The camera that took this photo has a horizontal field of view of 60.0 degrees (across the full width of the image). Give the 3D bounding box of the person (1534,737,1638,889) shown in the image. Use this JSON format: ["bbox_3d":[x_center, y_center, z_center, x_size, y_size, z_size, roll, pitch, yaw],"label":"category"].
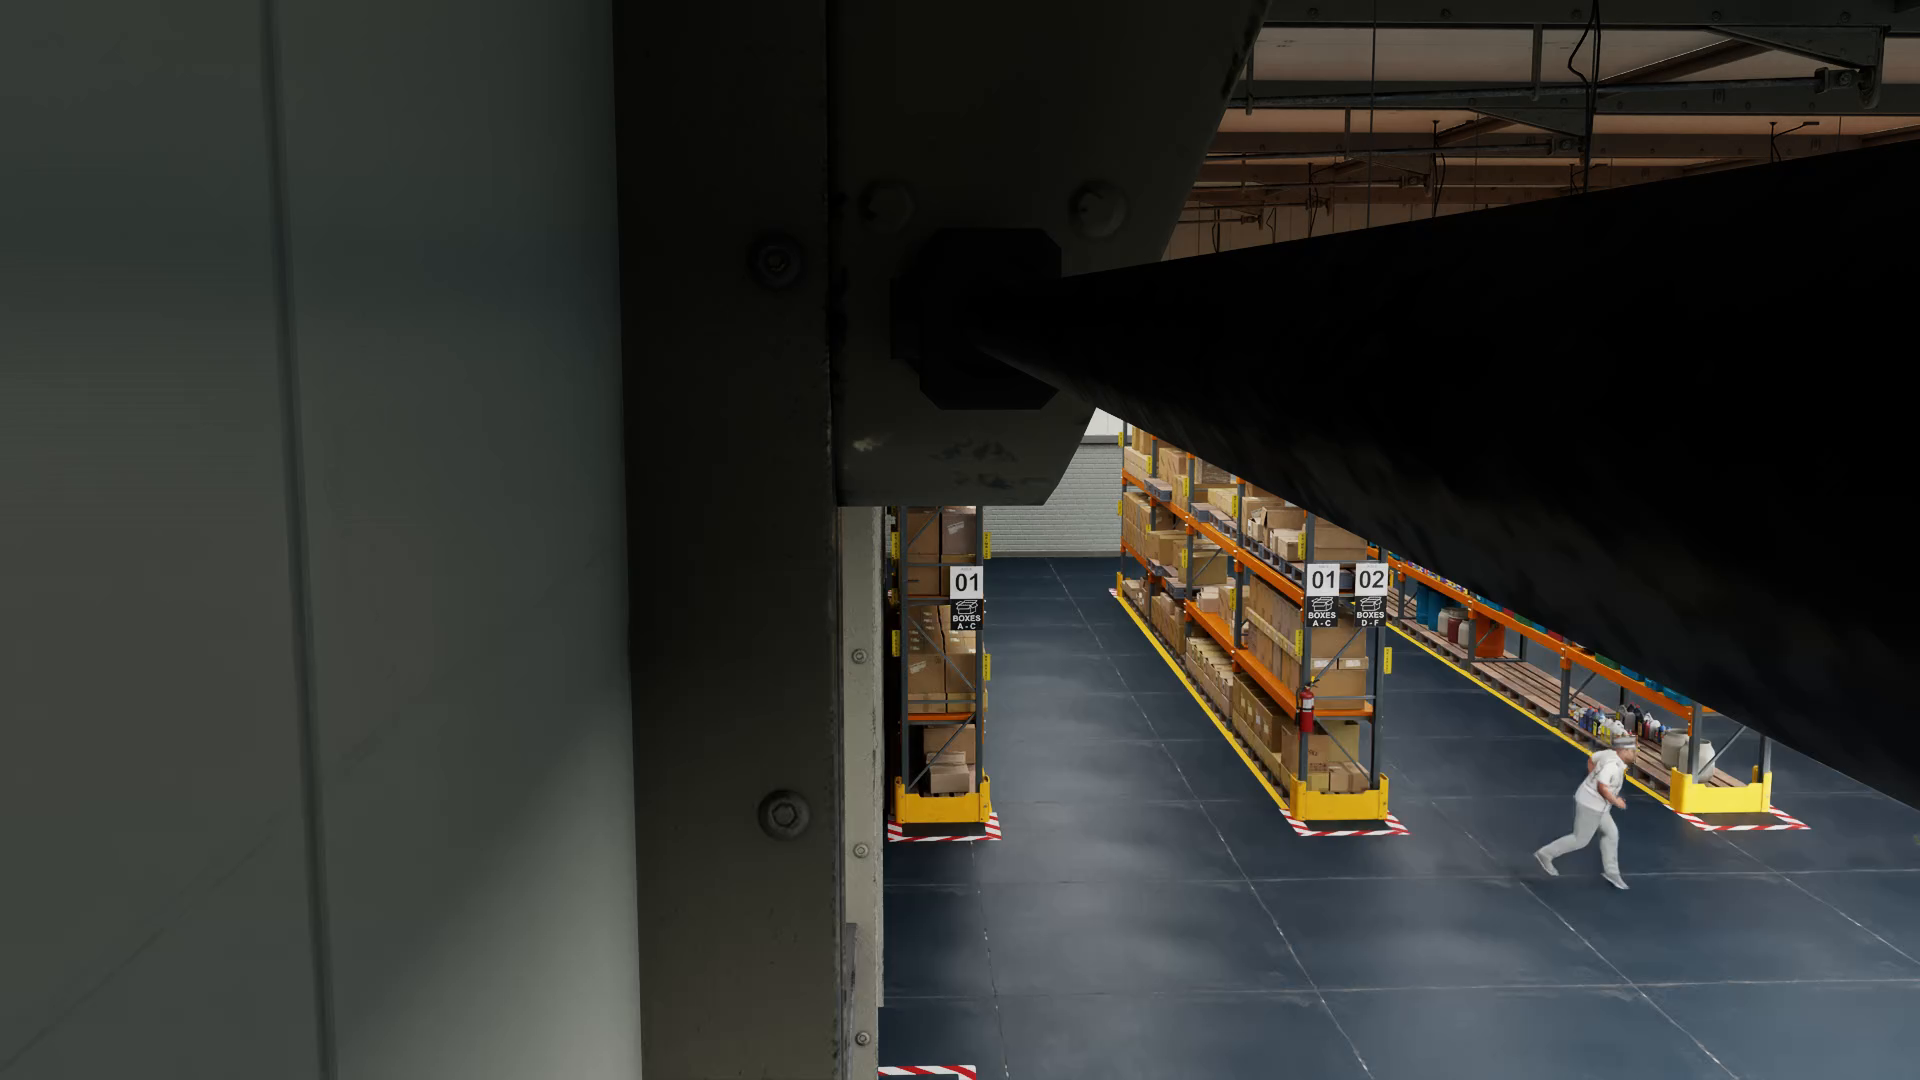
[{"bbox_3d":[6.867,2.976,18.279,1.018,1.733,0.698,2,8,14],"label":"person"}]
